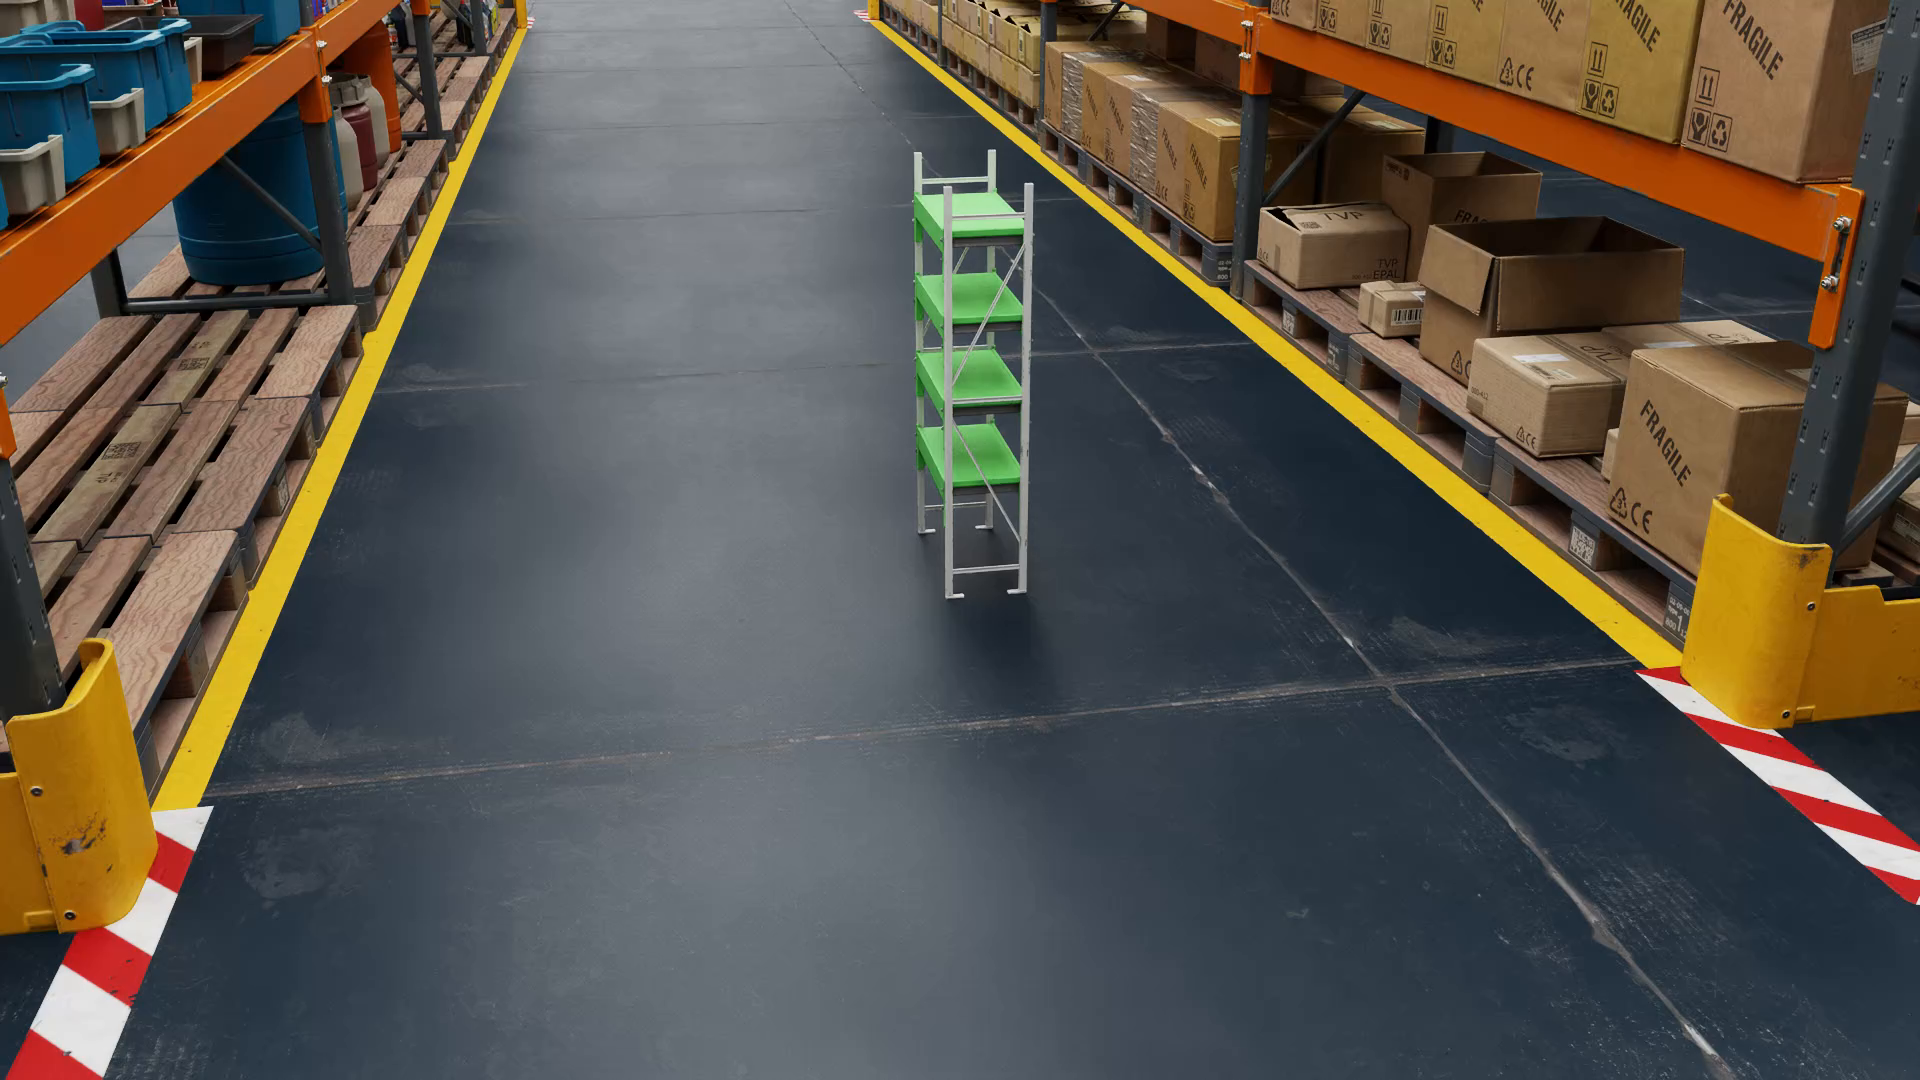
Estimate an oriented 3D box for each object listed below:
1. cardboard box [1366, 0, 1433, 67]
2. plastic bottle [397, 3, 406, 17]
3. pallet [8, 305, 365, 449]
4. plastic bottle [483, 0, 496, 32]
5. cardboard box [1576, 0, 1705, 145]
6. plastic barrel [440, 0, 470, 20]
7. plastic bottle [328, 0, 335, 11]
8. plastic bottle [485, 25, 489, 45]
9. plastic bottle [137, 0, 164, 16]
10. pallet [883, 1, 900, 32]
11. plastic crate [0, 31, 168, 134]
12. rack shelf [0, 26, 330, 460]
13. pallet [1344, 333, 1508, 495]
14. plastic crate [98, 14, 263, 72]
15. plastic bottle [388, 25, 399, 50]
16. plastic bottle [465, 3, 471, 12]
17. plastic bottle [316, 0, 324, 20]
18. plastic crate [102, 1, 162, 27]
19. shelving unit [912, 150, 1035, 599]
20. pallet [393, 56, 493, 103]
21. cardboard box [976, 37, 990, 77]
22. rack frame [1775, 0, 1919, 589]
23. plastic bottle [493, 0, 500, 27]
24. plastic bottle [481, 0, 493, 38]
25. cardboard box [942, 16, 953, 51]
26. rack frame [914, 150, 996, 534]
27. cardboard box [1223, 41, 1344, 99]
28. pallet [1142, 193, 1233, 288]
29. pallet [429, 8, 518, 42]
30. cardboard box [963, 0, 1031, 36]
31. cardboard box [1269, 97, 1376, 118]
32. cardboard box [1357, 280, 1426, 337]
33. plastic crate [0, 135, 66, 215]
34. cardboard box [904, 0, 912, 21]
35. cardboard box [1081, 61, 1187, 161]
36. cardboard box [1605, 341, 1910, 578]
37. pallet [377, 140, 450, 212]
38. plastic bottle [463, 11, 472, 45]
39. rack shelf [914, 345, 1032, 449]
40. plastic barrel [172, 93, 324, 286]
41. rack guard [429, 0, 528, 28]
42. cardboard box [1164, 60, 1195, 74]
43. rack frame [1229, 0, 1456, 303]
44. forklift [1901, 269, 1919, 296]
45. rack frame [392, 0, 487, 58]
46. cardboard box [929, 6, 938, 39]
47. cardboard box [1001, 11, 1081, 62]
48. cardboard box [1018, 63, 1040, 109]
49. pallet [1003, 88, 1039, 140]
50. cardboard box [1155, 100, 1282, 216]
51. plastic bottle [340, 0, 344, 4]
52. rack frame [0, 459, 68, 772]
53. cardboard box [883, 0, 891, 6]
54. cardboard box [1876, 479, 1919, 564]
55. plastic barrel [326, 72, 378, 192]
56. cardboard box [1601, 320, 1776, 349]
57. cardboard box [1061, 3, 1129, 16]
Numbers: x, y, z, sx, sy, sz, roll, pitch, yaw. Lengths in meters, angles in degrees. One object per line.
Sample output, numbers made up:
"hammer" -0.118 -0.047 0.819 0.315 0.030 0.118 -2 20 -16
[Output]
"cardboard box" 1.798 -1.977 5.903 0.500 0.500 0.500 -4 24 -10
"plastic bottle" -5.002 -4.626 14.855 0.144 0.351 0.185 -6 24 -12
"pallet" -2.911 -0.620 6.406 1.003 0.211 1.213 -4 24 -10
"plastic bottle" -4.420 -4.909 15.501 0.144 0.351 0.185 -4 24 -10
"cardboard box" 2.073 -1.382 4.541 0.500 0.500 0.500 -4 24 -9
"plastic barrel" -5.015 -5.507 16.694 0.421 0.512 0.421 0 24 0
"plastic bottle" -2.864 -2.482 7.340 0.152 0.276 0.135 -4 24 -10
"plastic bottle" -4.230 -4.488 14.725 0.097 0.201 0.097 0 24 0
"plastic bottle" -3.357 -2.241 6.882 0.097 0.201 0.097 0 24 0
"pallet" -0.253 -5.694 18.024 1.003 0.211 1.213 -4 24 -10
"plastic crate" -2.311 -1.201 4.387 0.416 0.233 0.300 -4 24 -10
"rack shelf" -2.715 -1.068 4.847 1.077 0.370 4.000 -4 24 -10
"pallet" 2.138 -0.521 6.178 1.003 0.211 1.213 -4 24 -10
"plastic crate" -2.614 -1.666 5.584 0.437 0.125 0.590 -4 24 -10
"plastic bottle" -4.938 -4.370 14.455 0.097 0.201 0.097 0 24 0
"plastic bottle" -4.560 -4.853 15.468 0.152 0.276 0.135 -4 24 -10
"plastic bottle" -2.758 -2.359 7.050 0.061 0.283 0.133 -4 24 -10
"plastic crate" -3.140 -1.898 6.101 0.396 0.136 0.243 -4 24 -10
"shelving unit" 0.031 -0.485 4.861 0.258 1.200 0.503 -4 24 -10
"pallet" -4.381 -3.747 13.566 1.003 0.211 1.213 -4 24 -10
"cardboard box" 0.420 -3.847 13.221 0.500 0.250 0.500 -4 24 -9
"rack frame" 2.523 -0.976 3.738 1.000 3.000 0.127 -4 24 -10
"plastic bottle" -4.514 -5.067 15.957 0.152 0.276 0.135 -4 24 -9
"plastic bottle" -4.341 -4.741 15.118 0.144 0.351 0.185 -5 24 -12
"cardboard box" 0.135 -4.452 14.606 0.500 0.250 0.500 -5 24 -11
"rack frame" -0.015 -0.581 5.081 0.240 1.200 0.015 -4 24 -10
"cardboard box" 1.748 -2.551 8.980 0.500 0.250 0.500 -4 24 -10
"pallet" 1.596 -1.589 8.624 1.003 0.211 1.213 -4 24 -10
"pallet" -5.099 -5.280 17.076 1.003 0.211 1.213 -4 24 -10
"cardboard box" 0.320 -4.304 13.567 0.500 0.311 0.500 -5 24 -11
"cardboard box" 1.824 -2.023 8.708 0.500 0.500 0.500 -4 24 -9
"cardboard box" 1.818 -0.932 6.627 0.380 0.166 0.250 -4 24 -10
"plastic crate" -2.046 -0.772 3.523 0.250 0.136 0.298 -4 24 -10
"cardboard box" -0.279 -5.385 16.742 0.500 0.250 0.500 -4 24 -10
"cardboard box" 1.037 -2.576 9.973 0.500 0.500 0.500 -5 24 -10
"cardboard box" 2.180 -0.228 4.598 0.500 0.500 0.500 -4 24 -10
"pallet" -3.638 -2.173 9.962 1.003 0.211 1.213 -4 24 -10
"plastic bottle" -4.384 -4.563 14.794 0.061 0.283 0.133 -4 24 -10
"rack shelf" 0.031 -0.426 4.886 0.258 0.148 0.480 -4 24 -10
"plastic barrel" -3.169 -1.631 7.333 0.600 0.901 0.708 -4 24 -10
"rack guard" -5.244 -5.733 17.751 1.175 0.500 0.348 -4 24 -10
"cardboard box" 1.543 -2.625 10.086 0.500 0.500 0.500 -5 24 -12
"rack frame" 1.783 -2.550 7.340 1.000 3.000 0.127 -4 24 -10
"forklift" 4.645 -1.812 5.736 1.130 2.935 3.031 -3 24 -6
"rack frame" -4.565 -5.331 13.709 1.000 3.000 0.127 -4 24 -10
"cardboard box" 0.004 -4.795 15.392 0.500 0.250 0.500 -4 24 -10
"cardboard box" 0.602 -3.704 12.193 0.500 0.311 0.500 -5 24 -11
"cardboard box" 0.707 -3.244 11.841 0.500 0.250 0.500 -4 24 -8
"pallet" 0.930 -3.172 12.249 1.003 0.211 1.213 -4 24 -10
"cardboard box" 1.327 -1.974 8.595 0.500 0.500 0.500 -4 24 -10
"plastic bottle" -2.895 -2.572 7.639 0.097 0.201 0.097 0 24 0
"rack frame" -2.346 -0.611 2.902 1.000 3.000 0.127 -4 24 -10
"cardboard box" -0.555 -5.975 18.093 0.500 0.250 0.500 -4 24 -10
"cardboard box" 2.783 -0.062 4.655 0.380 0.149 0.250 -4 24 -10
"plastic barrel" -3.509 -2.210 9.050 0.600 0.588 0.708 -4 24 -10
"cardboard box" 2.516 -0.546 5.638 0.500 0.250 0.500 -4 24 -10
"cardboard box" 1.038 -3.947 12.749 0.500 0.311 0.500 -5 24 -11
